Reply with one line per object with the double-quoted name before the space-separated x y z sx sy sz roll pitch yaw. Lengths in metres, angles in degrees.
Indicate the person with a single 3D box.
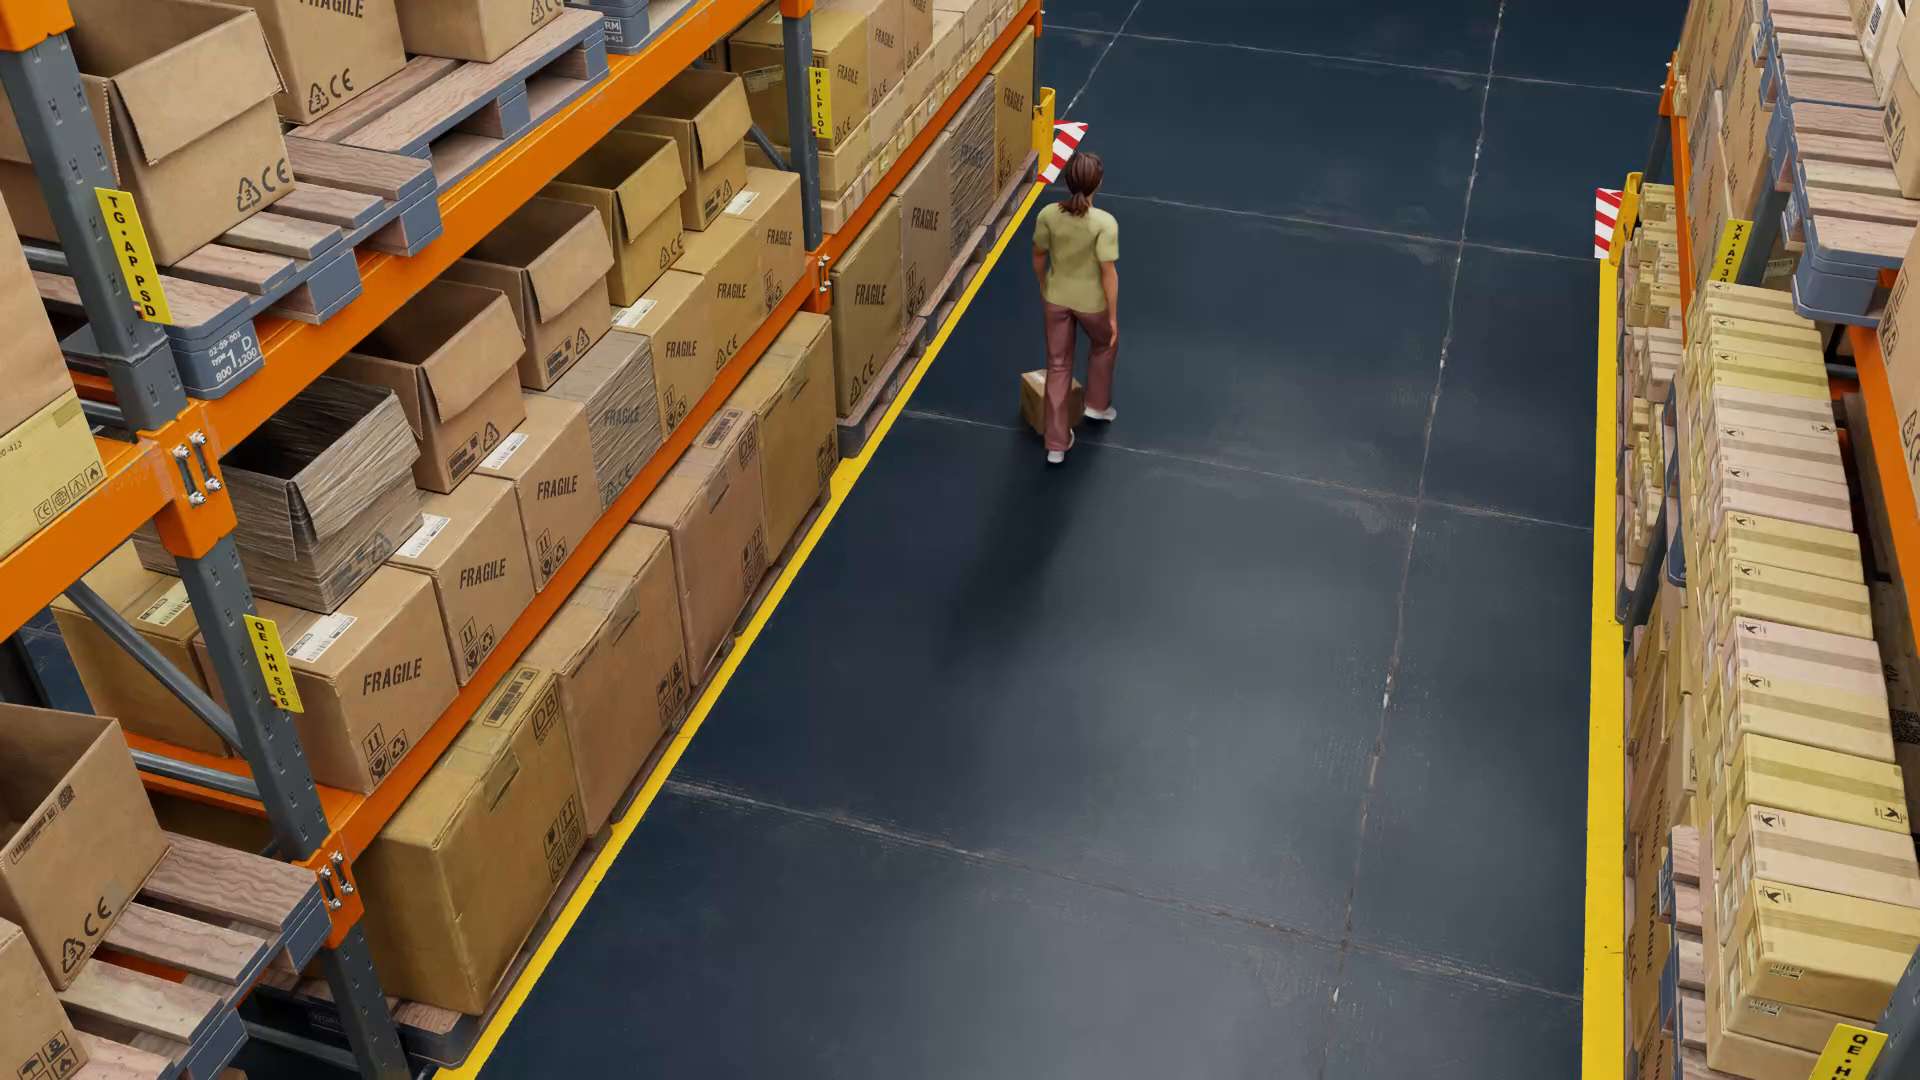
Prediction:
"person" 0.610 -1.206 8.516 0.490 1.693 0.693 10 38 13
